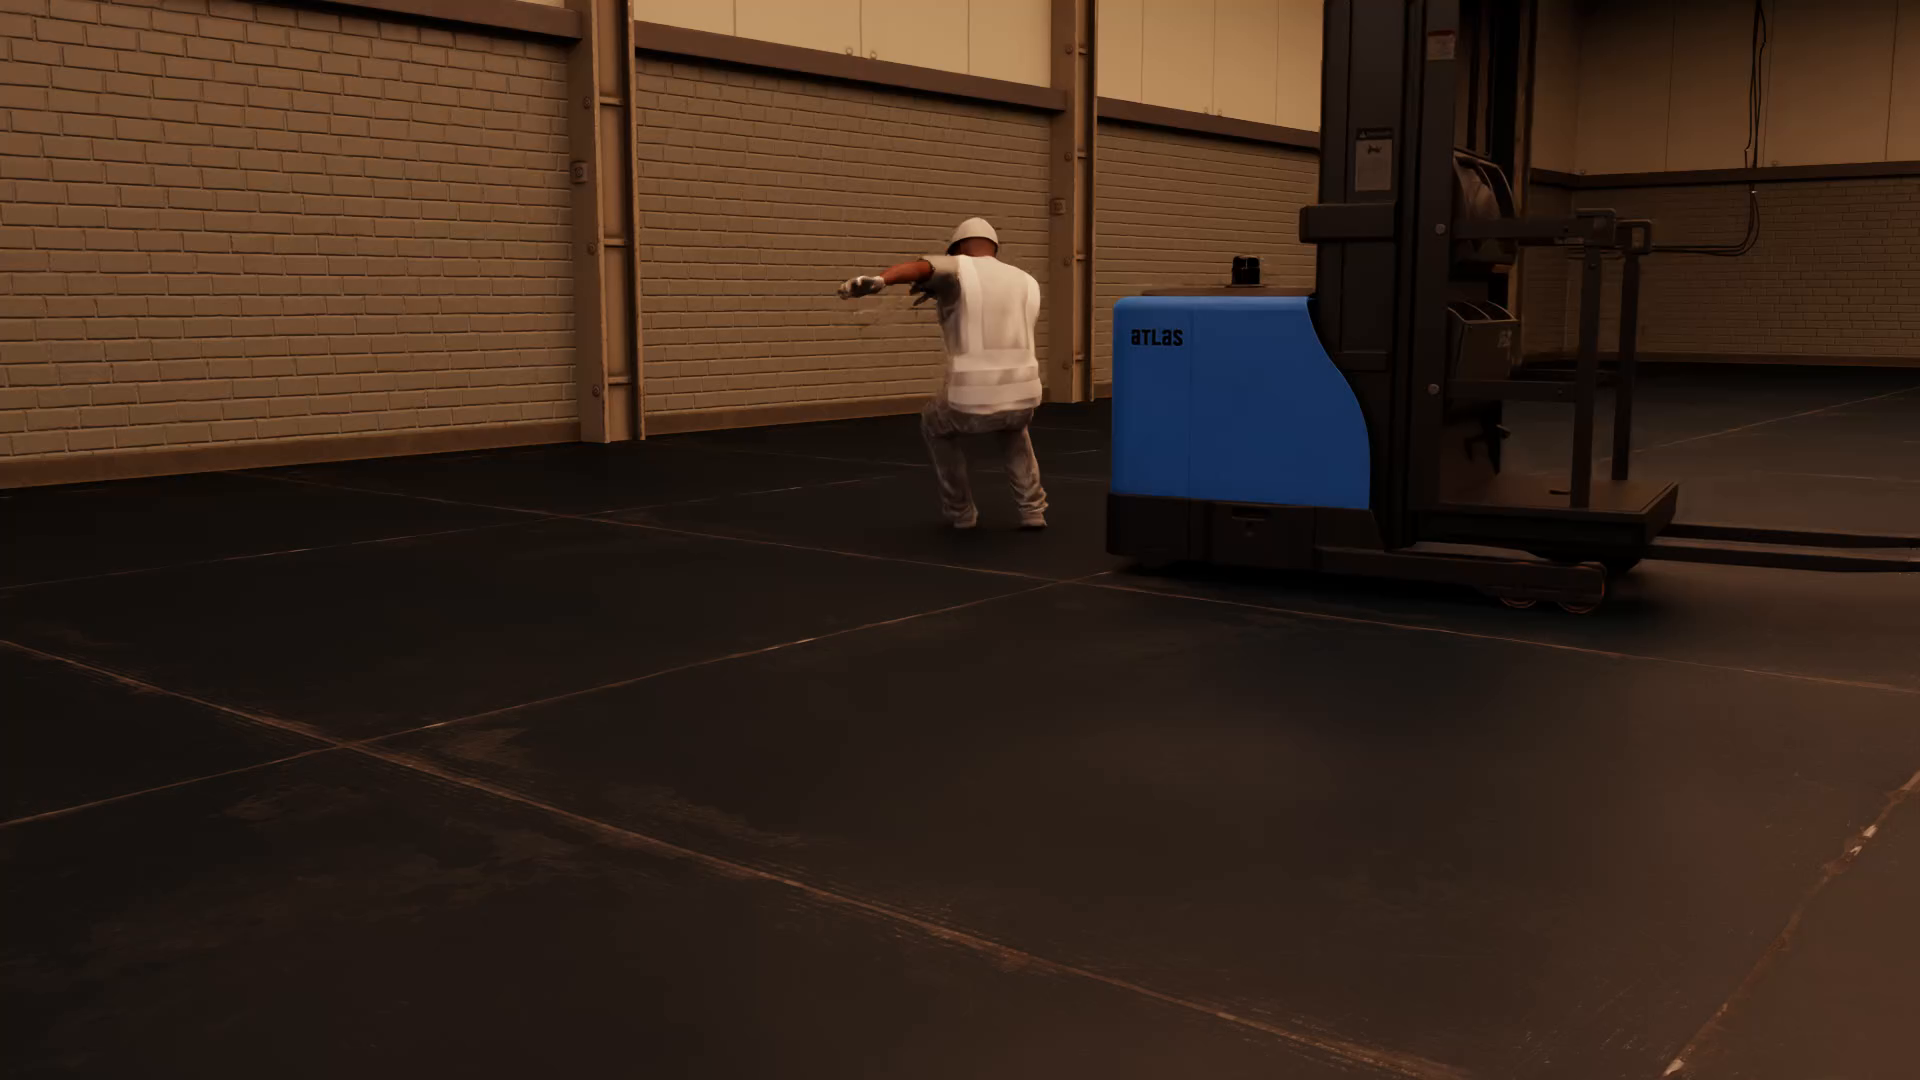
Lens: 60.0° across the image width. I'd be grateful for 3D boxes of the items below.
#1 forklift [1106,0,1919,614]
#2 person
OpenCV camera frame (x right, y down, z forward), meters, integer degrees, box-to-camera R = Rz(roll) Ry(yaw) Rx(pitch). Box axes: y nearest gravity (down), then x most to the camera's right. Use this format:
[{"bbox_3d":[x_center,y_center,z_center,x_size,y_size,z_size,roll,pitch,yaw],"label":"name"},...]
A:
[{"bbox_3d":[2.119,-1.285,6.066,3.031,2.935,1.130,5,9,29],"label":"forklift"},{"bbox_3d":[-0.087,-0.696,7.343,1.336,1.449,0.859,-5,9,-29],"label":"person"}]
